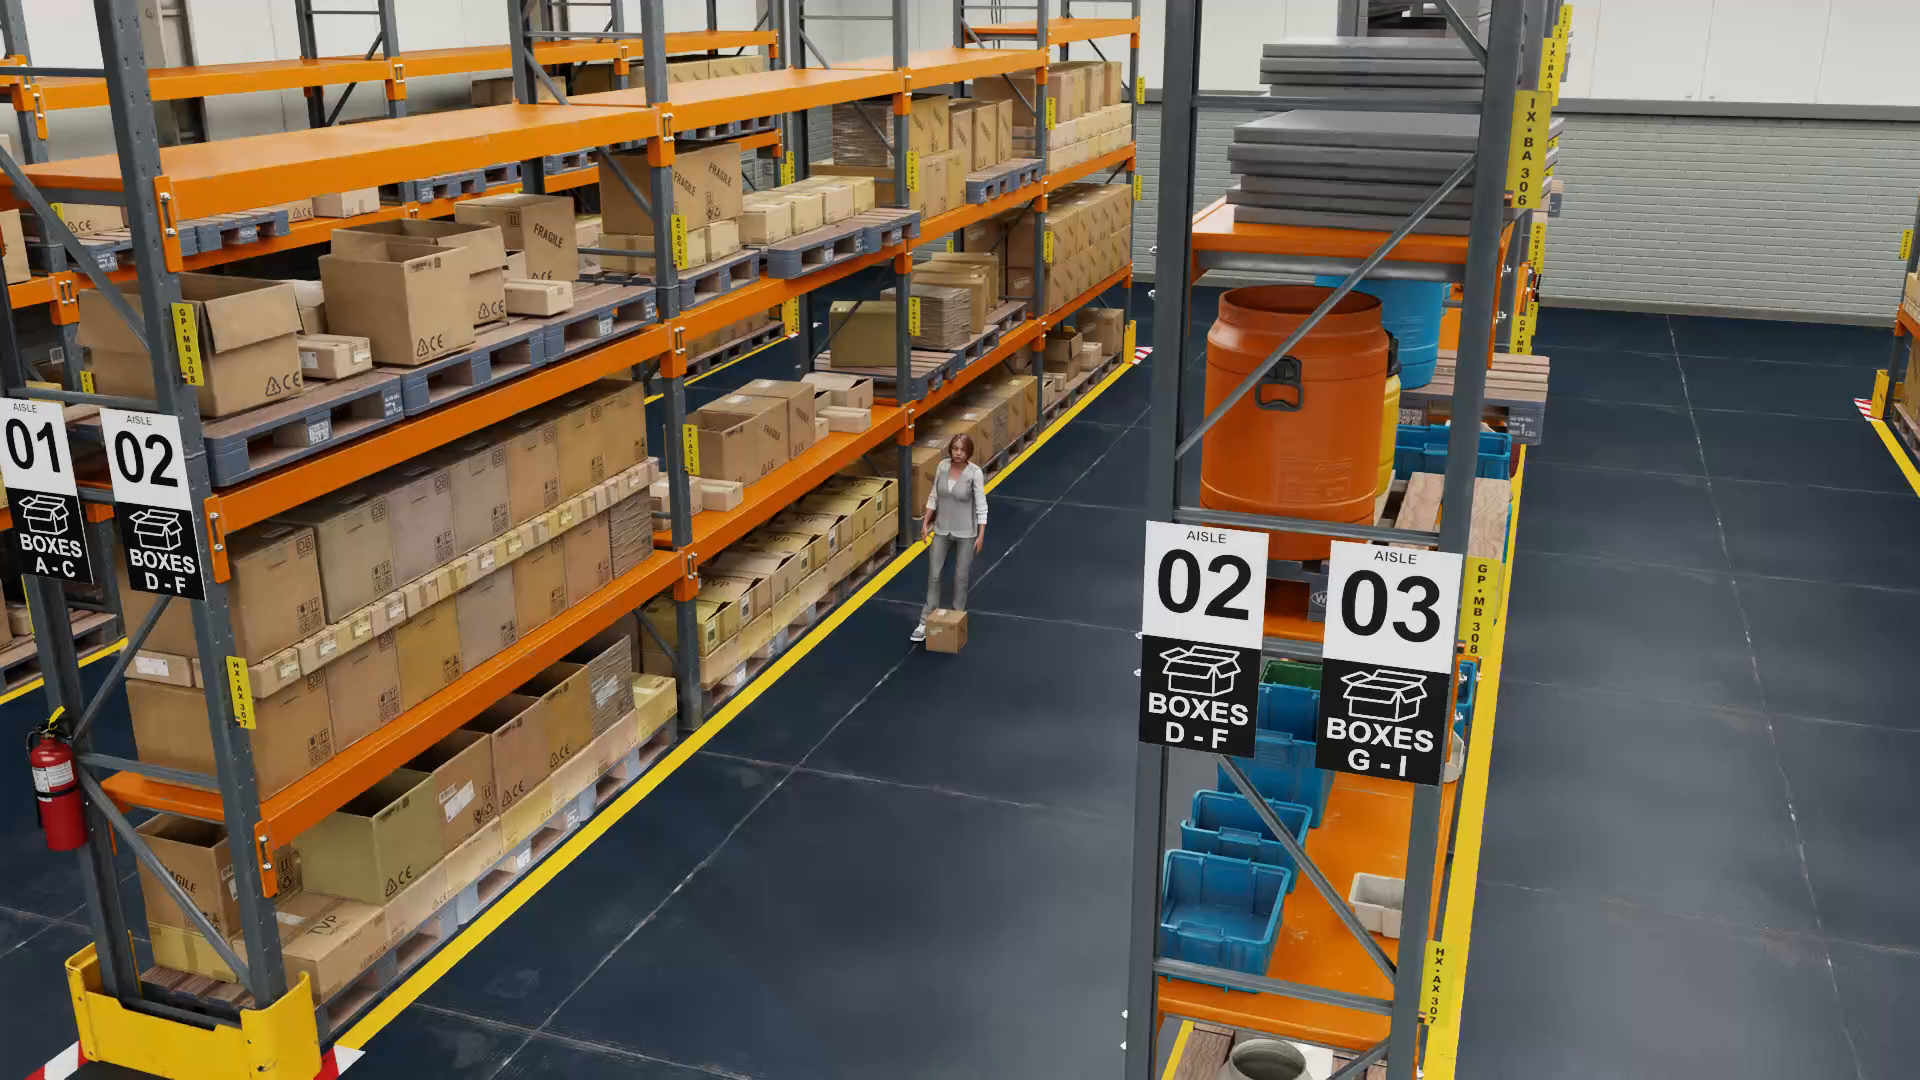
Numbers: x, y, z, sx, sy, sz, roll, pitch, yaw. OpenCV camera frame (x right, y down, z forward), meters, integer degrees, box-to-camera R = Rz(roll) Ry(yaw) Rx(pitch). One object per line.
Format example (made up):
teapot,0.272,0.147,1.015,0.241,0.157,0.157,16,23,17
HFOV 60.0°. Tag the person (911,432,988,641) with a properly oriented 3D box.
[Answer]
person,-0.073,-0.015,12.592,0.519,1.599,0.473,7,20,19
